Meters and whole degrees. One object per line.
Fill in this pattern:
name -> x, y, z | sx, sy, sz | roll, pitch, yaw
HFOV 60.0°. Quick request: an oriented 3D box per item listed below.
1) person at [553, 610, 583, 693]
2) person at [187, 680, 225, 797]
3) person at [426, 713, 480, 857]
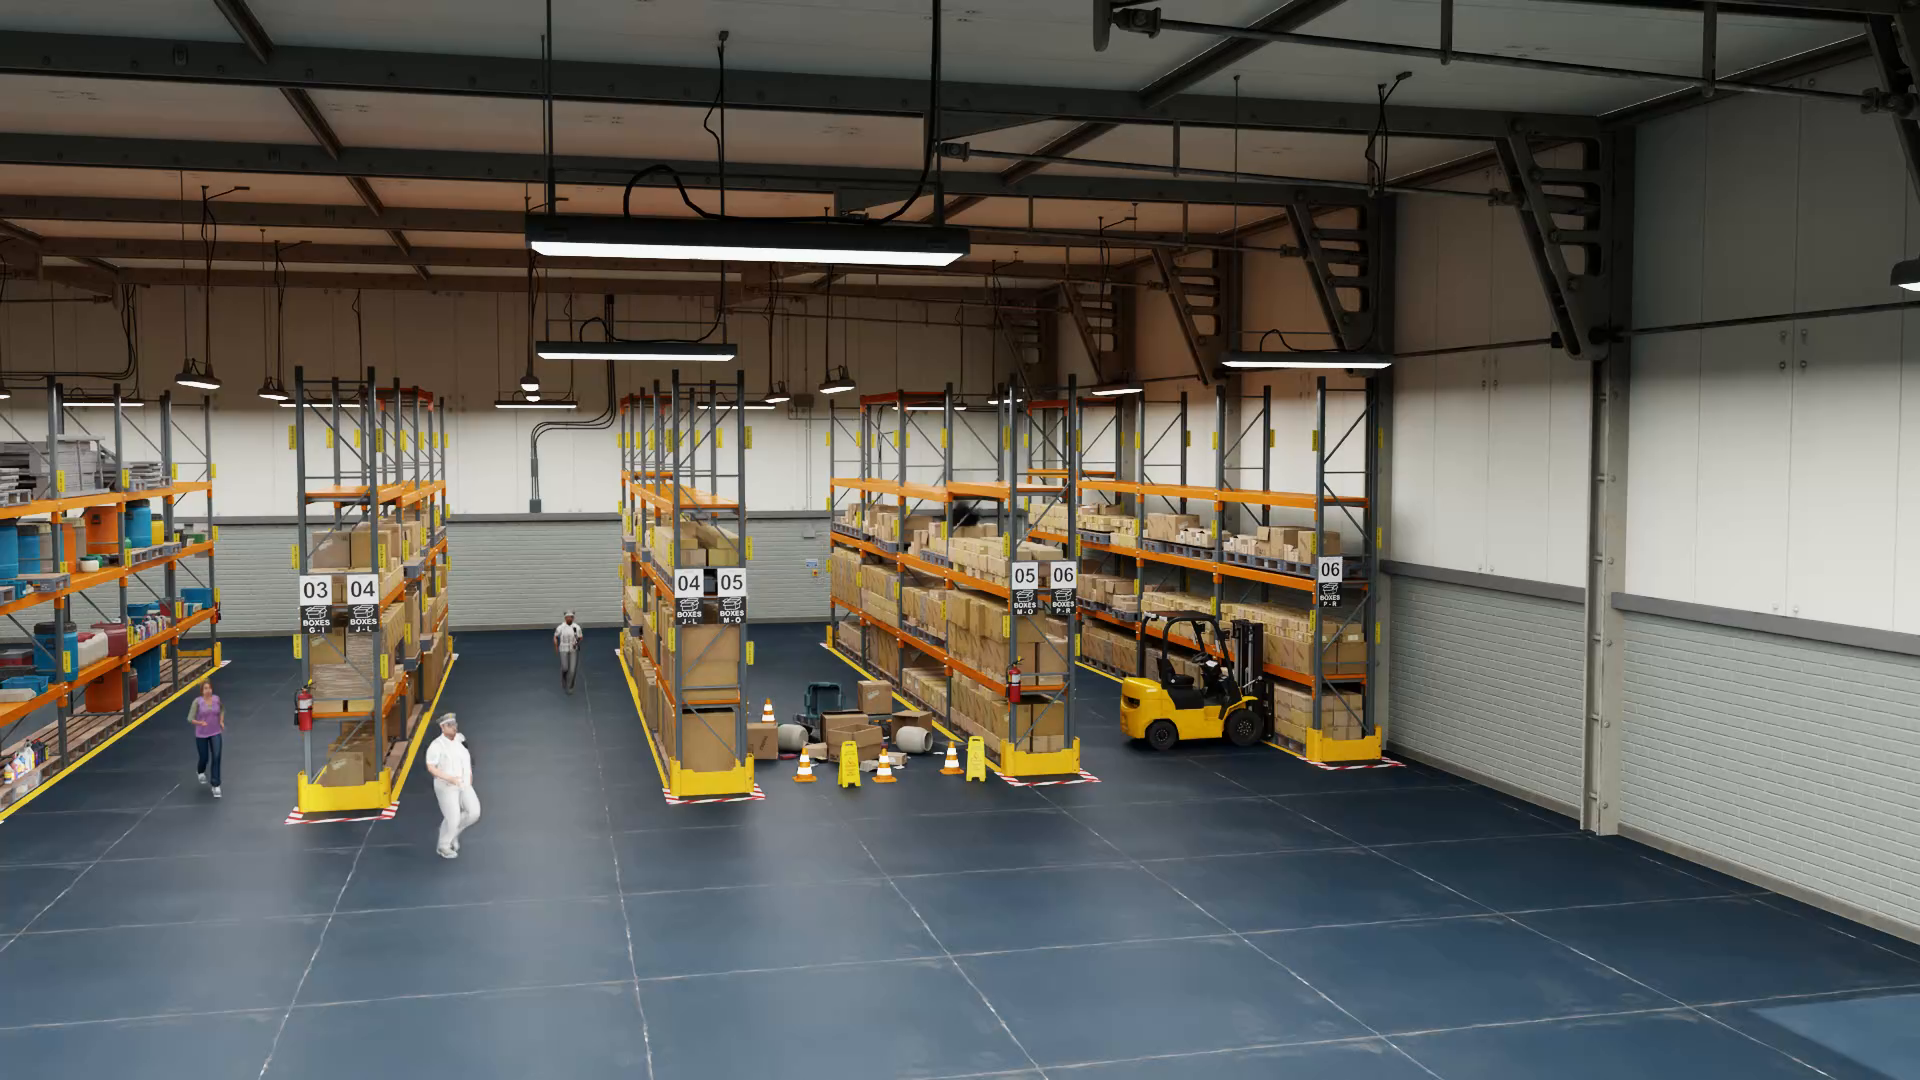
person -> -7.739, 2.211, 32.906 | 0.571, 1.659, 0.540 | -1, 4, -17
person -> -10.678, 2.787, 23.602 | 0.538, 1.605, 0.877 | -2, 4, -36
person -> -6.072, 2.938, 20.002 | 0.551, 1.745, 0.674 | 2, 4, 31
